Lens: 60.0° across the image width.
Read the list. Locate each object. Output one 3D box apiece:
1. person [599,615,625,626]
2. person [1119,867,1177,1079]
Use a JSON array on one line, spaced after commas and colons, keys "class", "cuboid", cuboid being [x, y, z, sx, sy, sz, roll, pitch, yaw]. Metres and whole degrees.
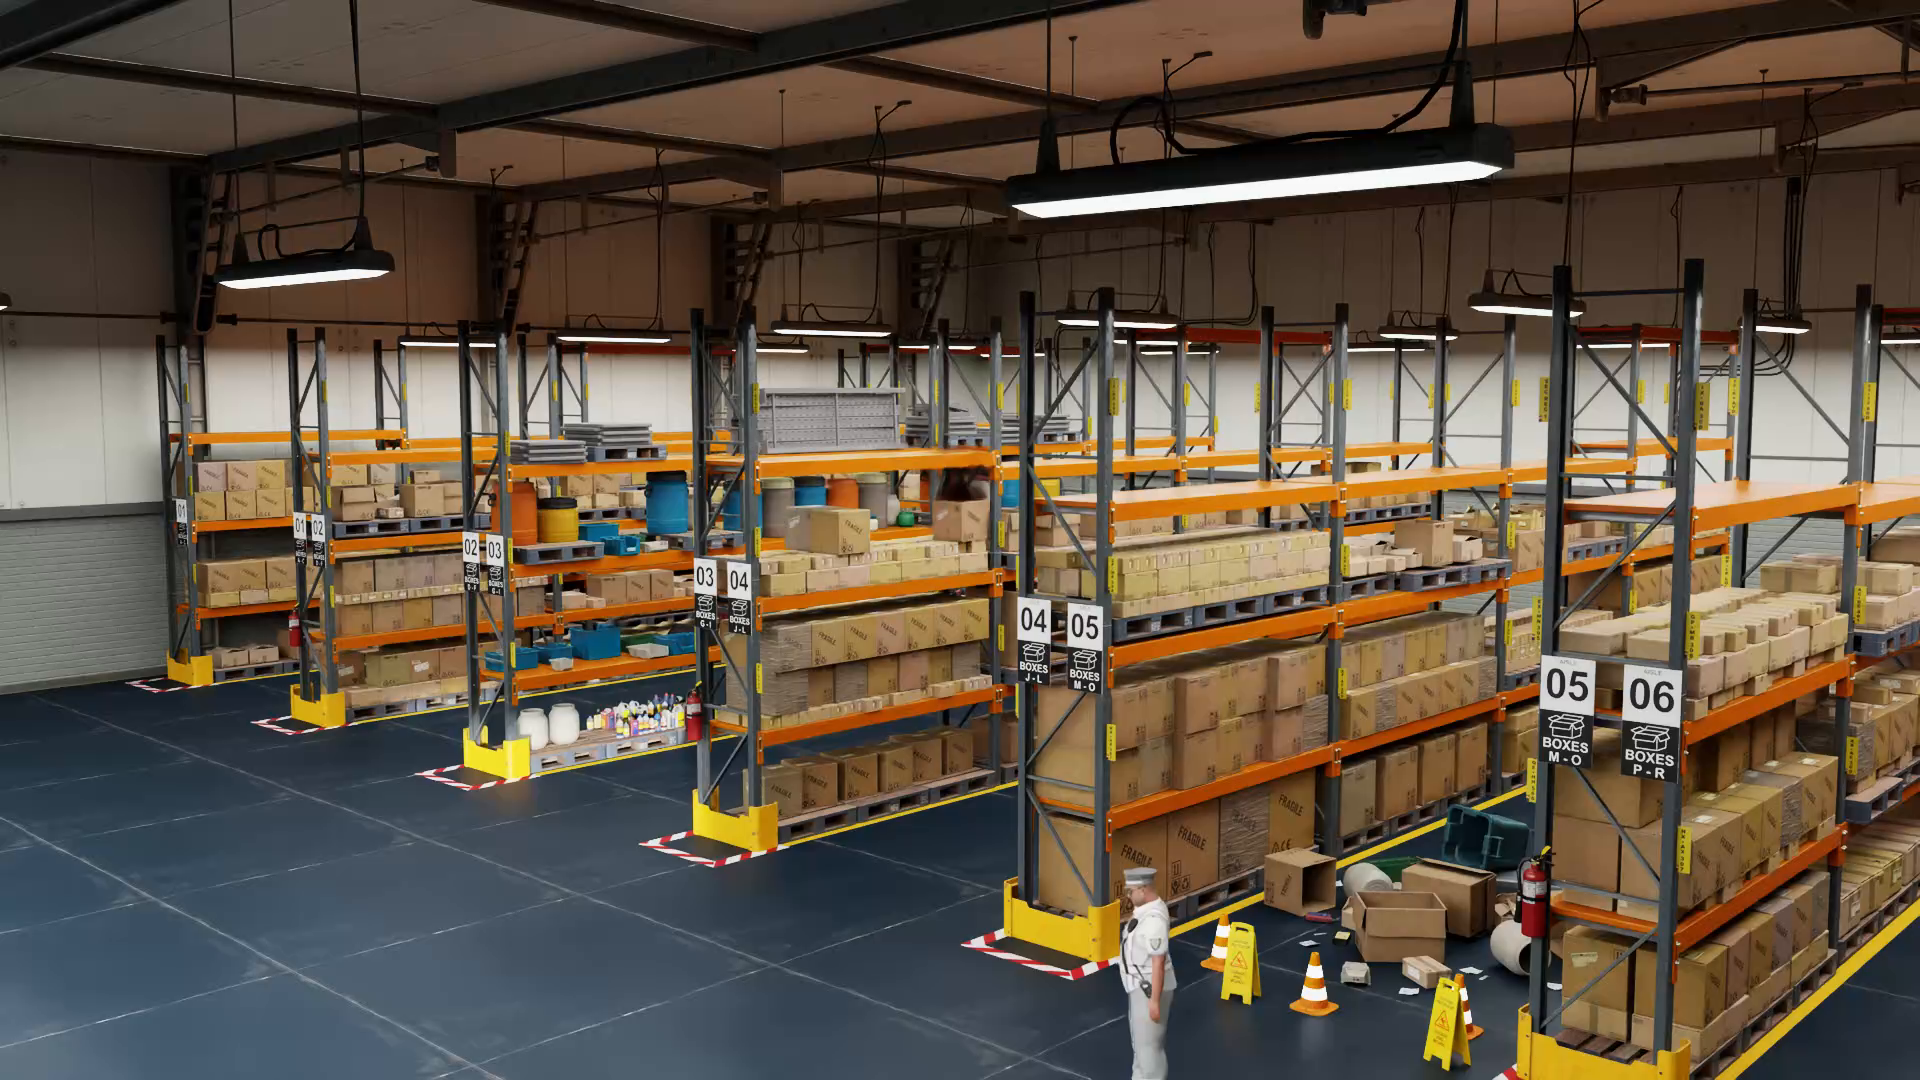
[{"class": "person", "cuboid": [-6.604, 1.394, 31.862, 0.865, 1.551, 0.380, -5, 7, -41]}, {"class": "person", "cuboid": [1.305, 3.187, 11.814, 0.453, 1.744, 0.595, 0, 5, 2]}]
